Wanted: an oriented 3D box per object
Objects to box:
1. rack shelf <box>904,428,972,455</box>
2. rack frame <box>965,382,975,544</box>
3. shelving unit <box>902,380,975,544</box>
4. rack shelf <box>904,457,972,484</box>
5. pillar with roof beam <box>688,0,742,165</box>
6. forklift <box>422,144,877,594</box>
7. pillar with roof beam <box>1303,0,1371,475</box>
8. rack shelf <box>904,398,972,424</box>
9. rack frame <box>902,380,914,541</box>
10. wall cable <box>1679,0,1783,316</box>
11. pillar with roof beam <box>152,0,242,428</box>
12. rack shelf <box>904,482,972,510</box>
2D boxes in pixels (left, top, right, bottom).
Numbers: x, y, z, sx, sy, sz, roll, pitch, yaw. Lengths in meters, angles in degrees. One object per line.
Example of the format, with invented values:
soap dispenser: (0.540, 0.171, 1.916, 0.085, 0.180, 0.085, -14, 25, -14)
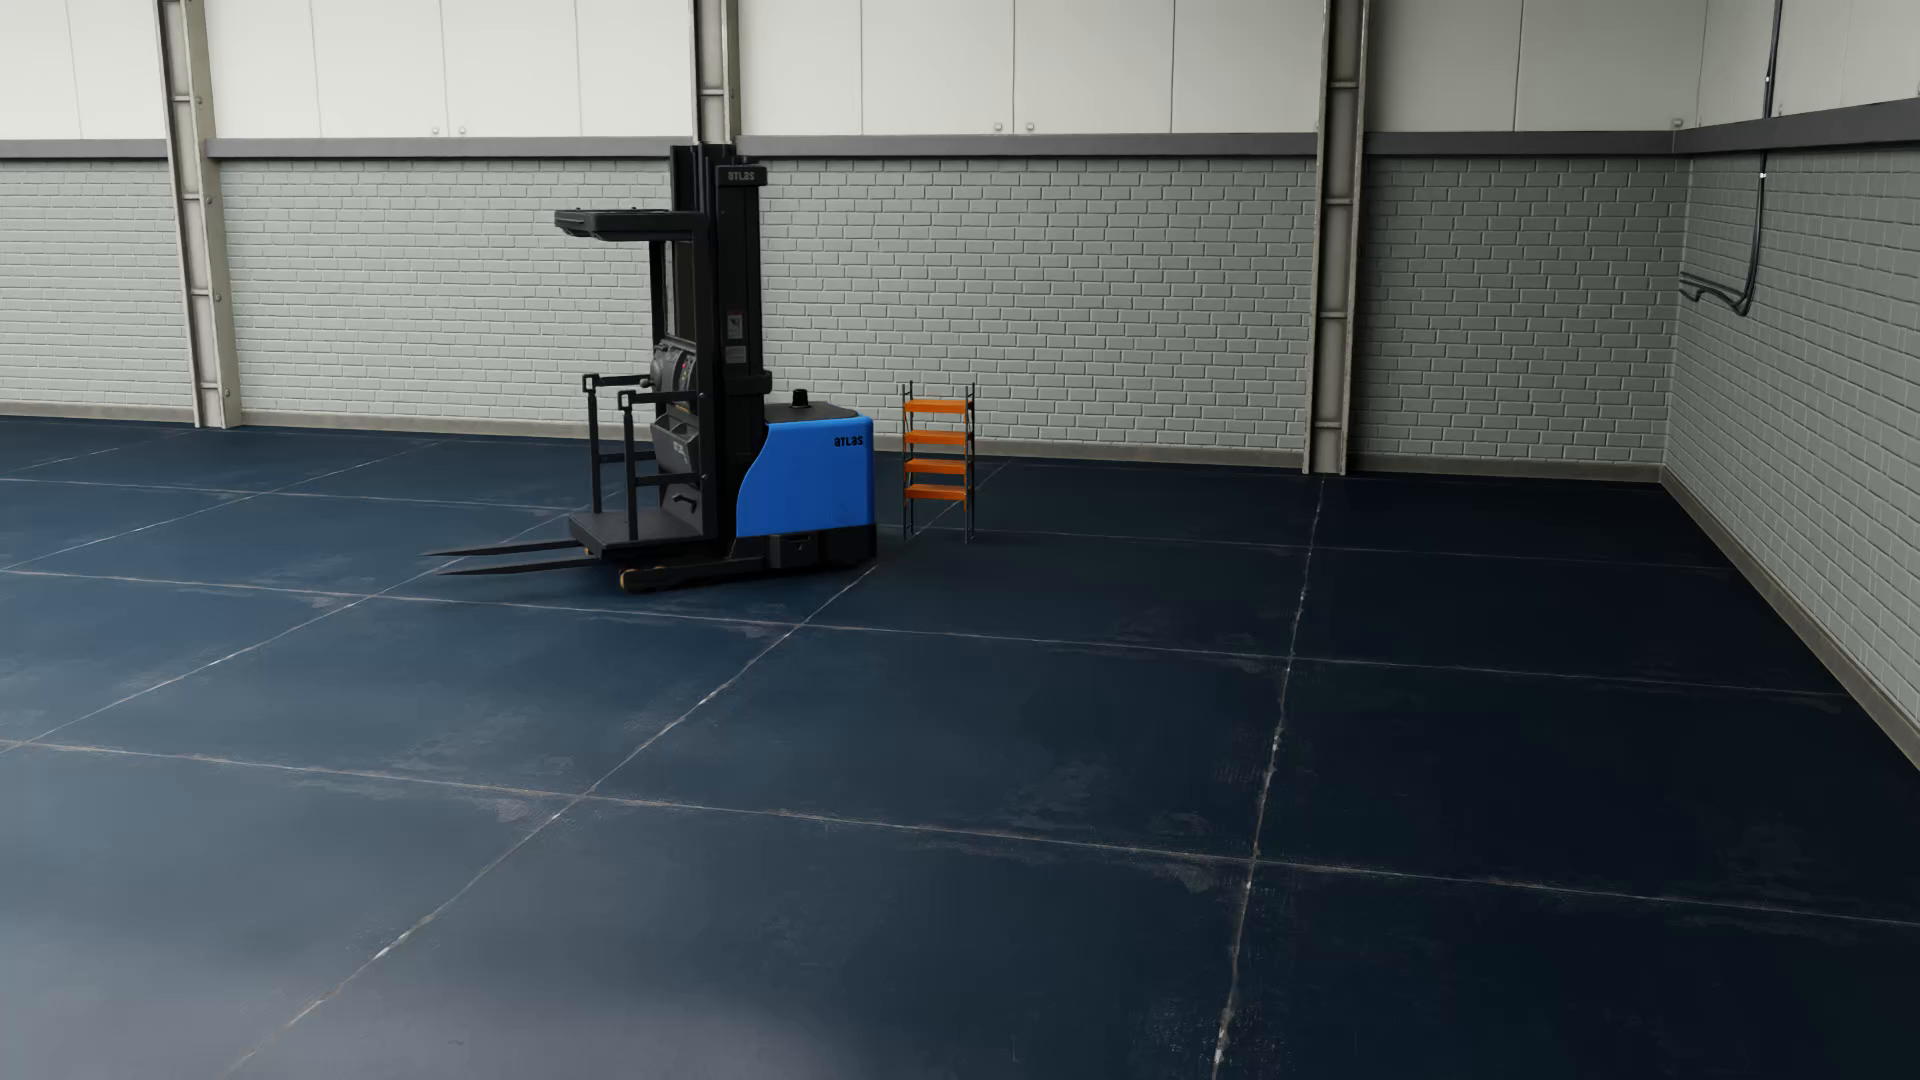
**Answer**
rack shelf: (-0.161, -0.747, 12.609, 0.480, 0.148, 0.258, 3, 13, 14)
rack frame: (0.076, -0.582, 12.585, 0.015, 1.200, 0.240, 3, 13, 14)
shelving unit: (-0.161, -0.594, 12.642, 0.503, 1.200, 0.258, 3, 13, 14)
rack shelf: (-0.161, -0.529, 12.657, 0.480, 0.148, 0.258, 3, 13, 14)
pillar with roof beam: (-3.424, -4.445, 11.994, 0.400, 9.000, 9.100, 3, 13, 14)
forklift: (-2.152, -1.202, 11.386, 3.031, 2.935, 1.130, -6, 14, -25)
pillar with roof beam: (2.402, -4.134, 10.591, 0.400, 9.000, 9.100, 3, 13, 14)
rack shelf: (-0.161, -0.978, 12.557, 0.480, 0.148, 0.258, 3, 13, 14)
rack frame: (-0.398, -0.607, 12.700, 0.015, 1.200, 0.240, 3, 13, 14)
wall cable: (5.976, -3.092, 13.065, 0.112, 2.526, 3.097, 3, 13, 14)
pillar with roof beam: (-9.249, -4.757, 13.398, 0.400, 9.000, 9.100, 3, 13, 14)
rack shelf: (-0.161, -0.335, 12.700, 0.480, 0.148, 0.258, 3, 13, 14)
